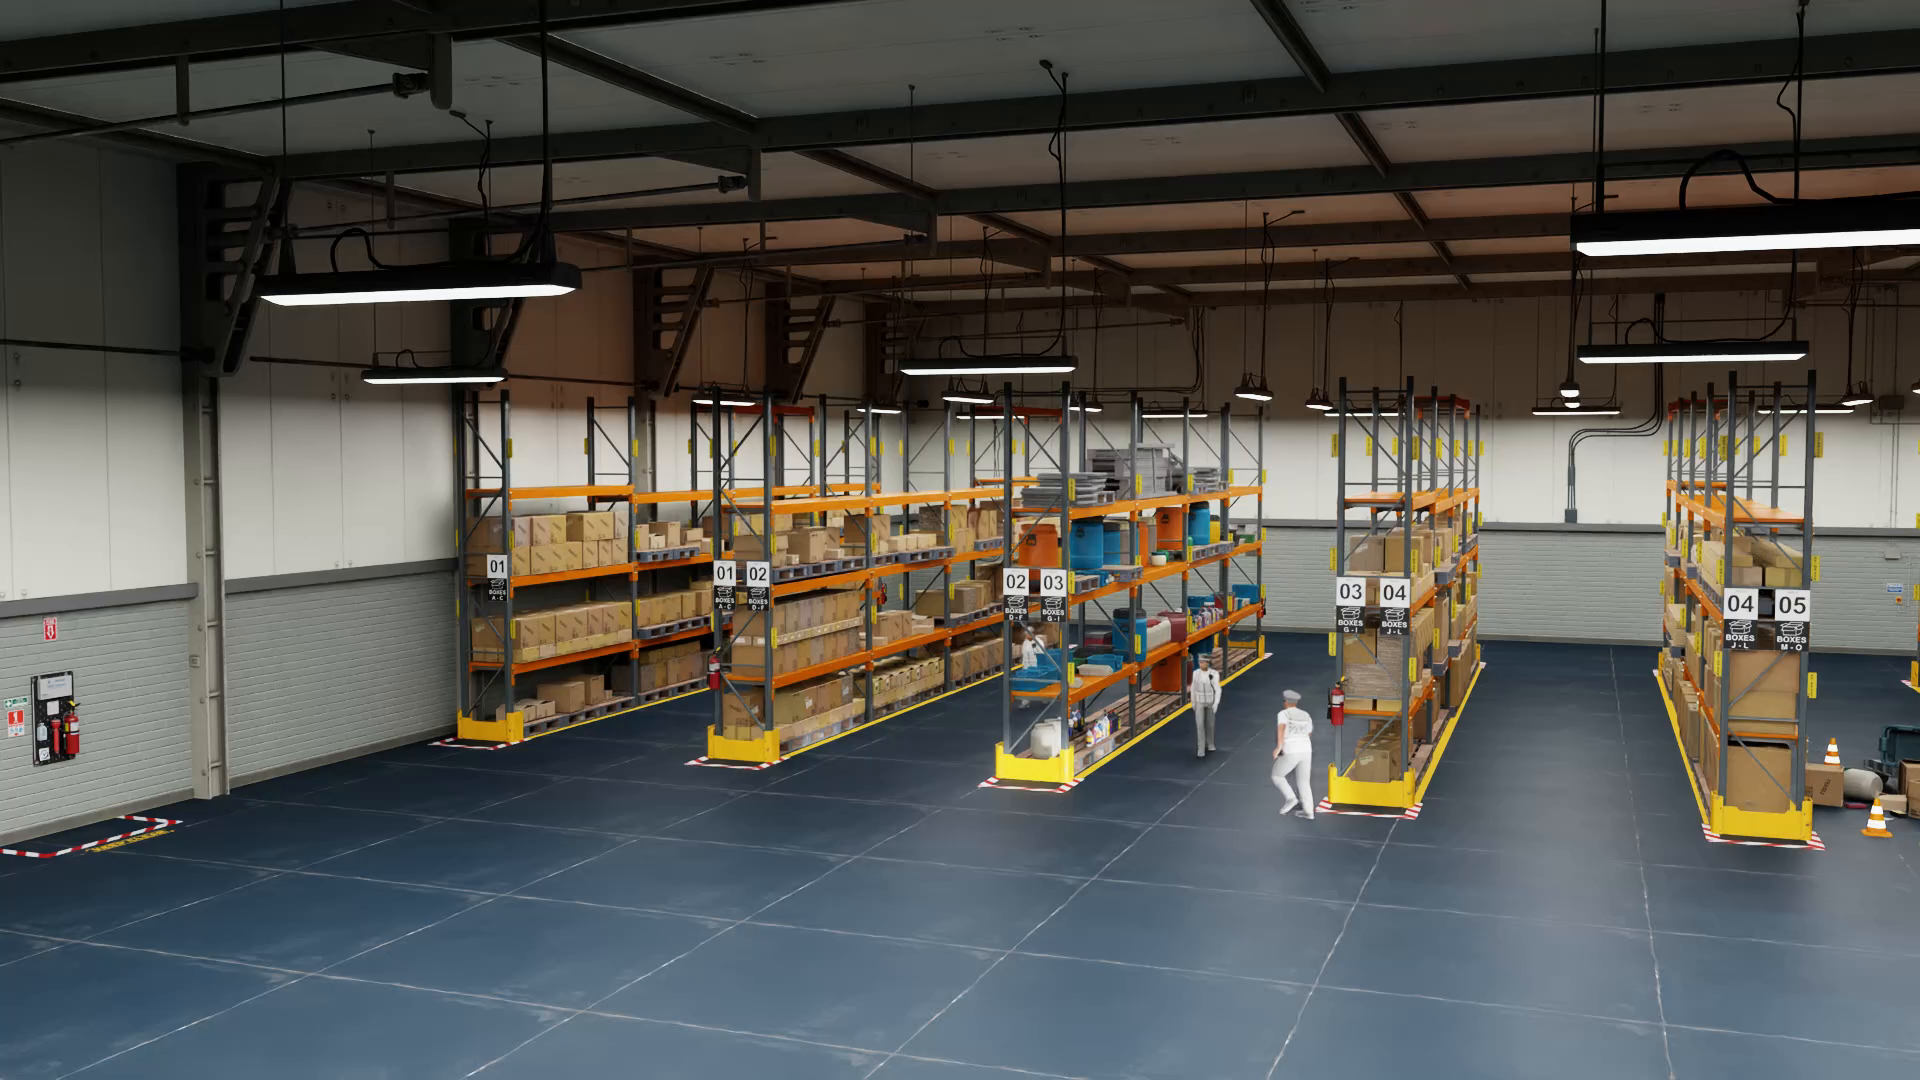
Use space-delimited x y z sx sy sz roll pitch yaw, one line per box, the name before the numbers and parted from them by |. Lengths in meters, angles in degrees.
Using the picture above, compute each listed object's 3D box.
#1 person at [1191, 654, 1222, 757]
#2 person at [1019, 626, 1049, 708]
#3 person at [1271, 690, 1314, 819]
person | 4.009 2.667 27.129 0.514 1.634 0.917 1 3 13
person | 1.413 2.446 32.185 0.474 1.561 0.960 2 4 29
person | 4.548 2.913 22.784 0.672 1.667 0.860 -1 3 -18
